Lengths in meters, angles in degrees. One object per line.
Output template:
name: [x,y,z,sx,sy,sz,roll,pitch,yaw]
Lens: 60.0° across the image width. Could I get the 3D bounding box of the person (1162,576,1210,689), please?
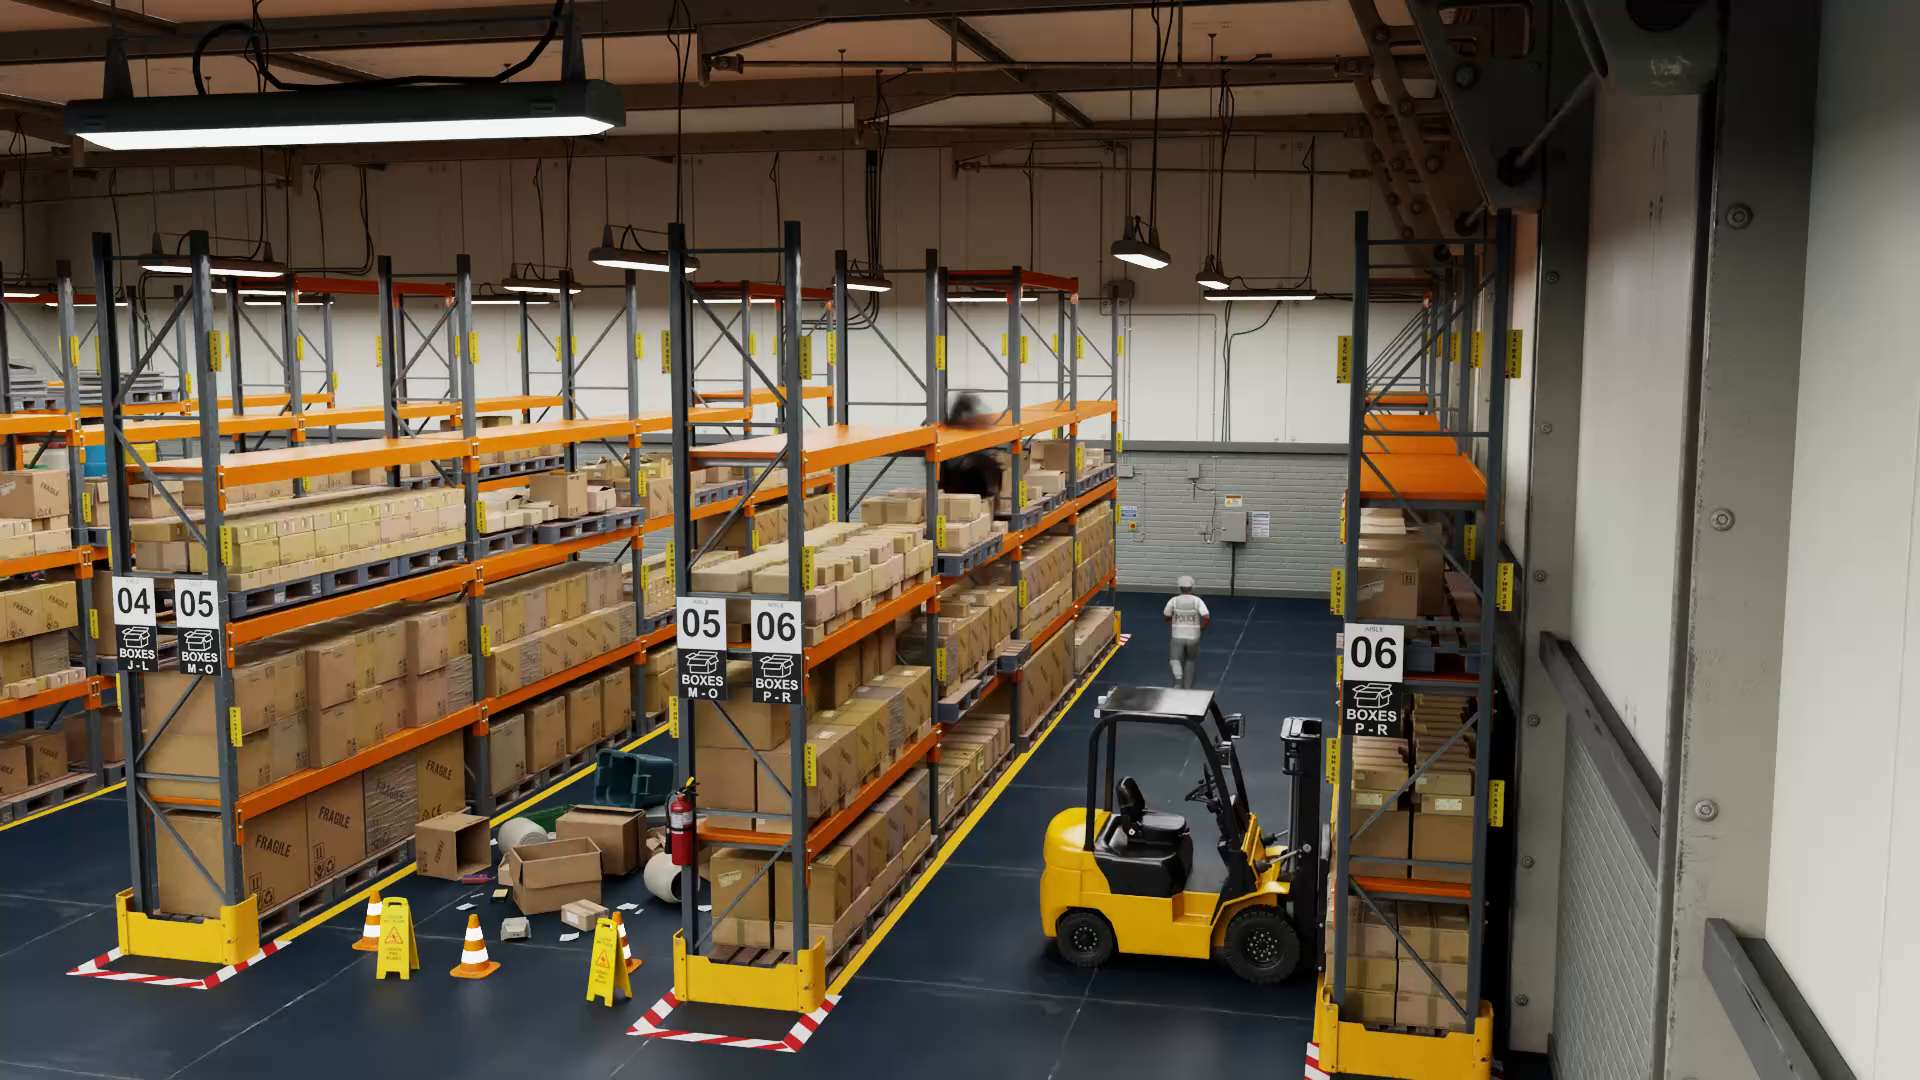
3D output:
person: [3.250,1.382,23.947,0.675,1.745,0.821,1,7,5]
